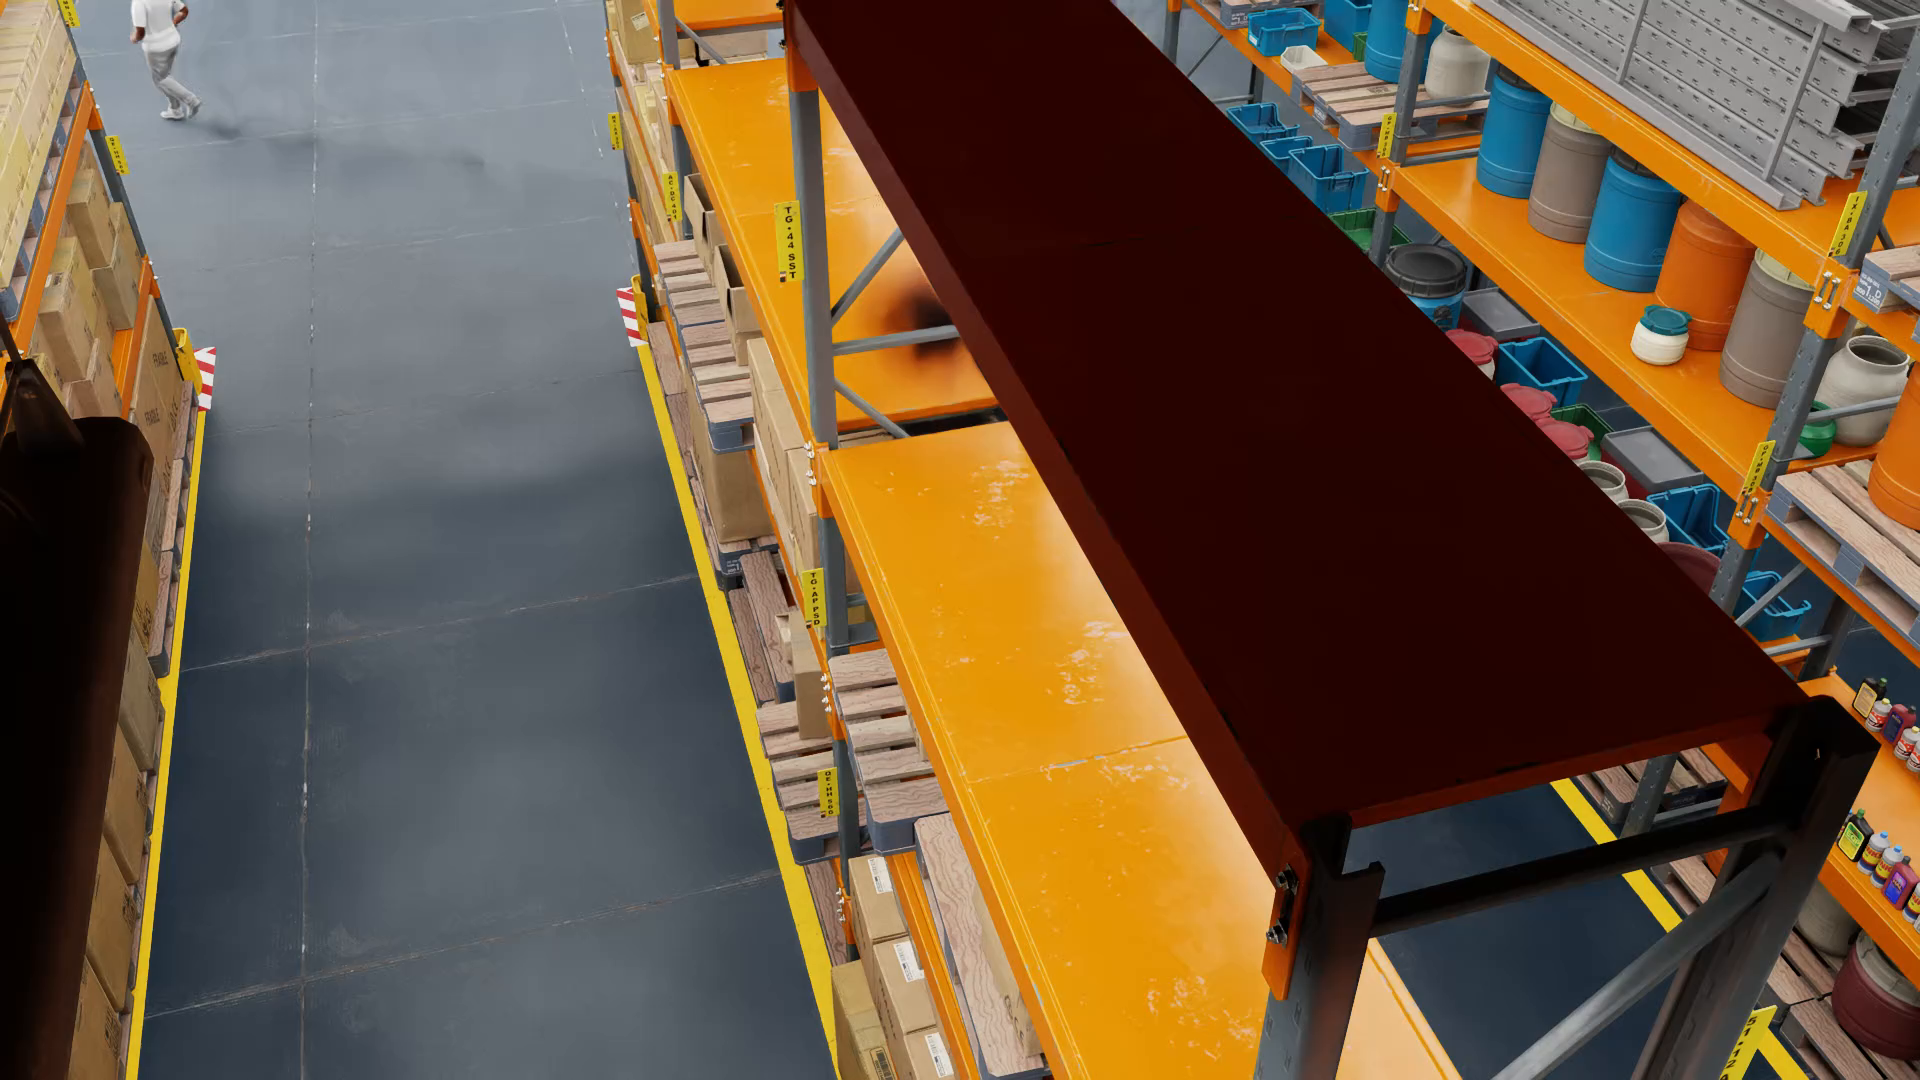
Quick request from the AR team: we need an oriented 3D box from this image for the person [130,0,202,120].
[{"bbox_3d":[-8.751,-5.448,18.304,0.714,1.746,0.708,13,40,16],"label":"person"}]
